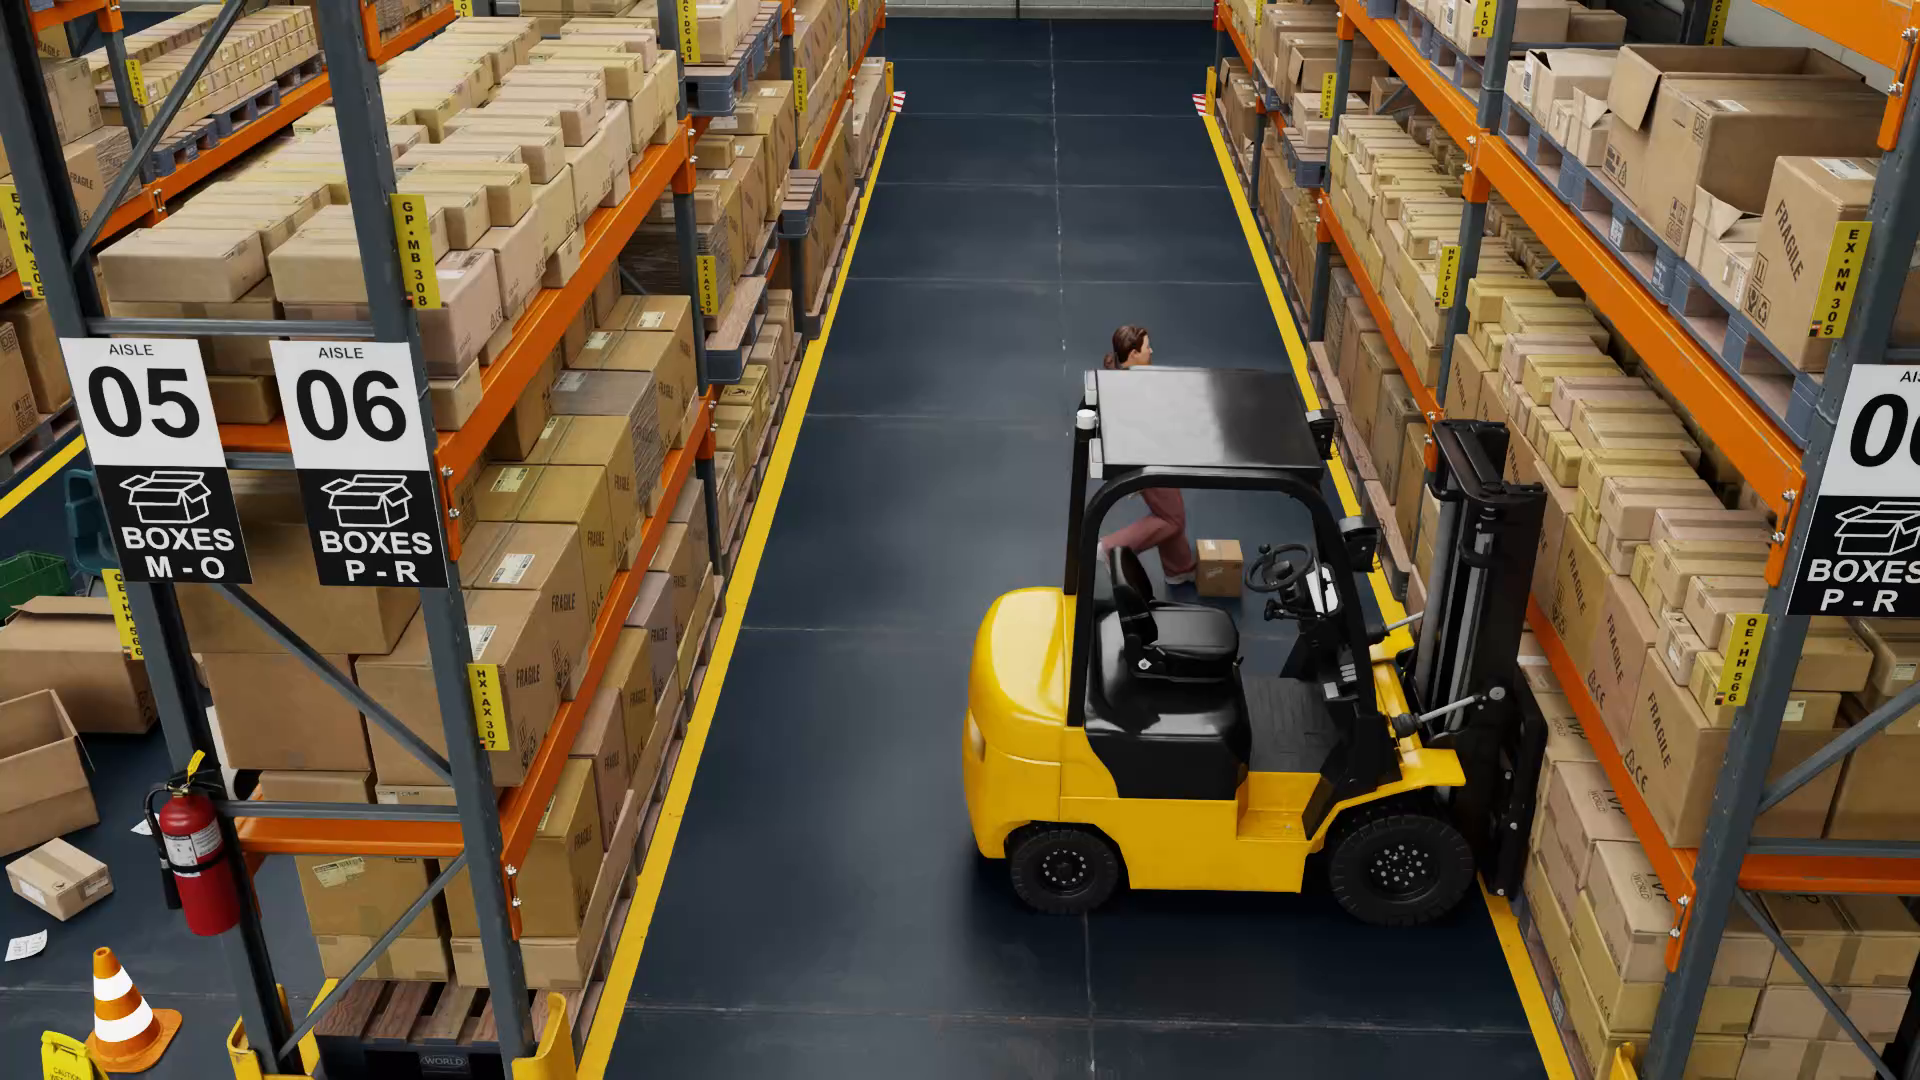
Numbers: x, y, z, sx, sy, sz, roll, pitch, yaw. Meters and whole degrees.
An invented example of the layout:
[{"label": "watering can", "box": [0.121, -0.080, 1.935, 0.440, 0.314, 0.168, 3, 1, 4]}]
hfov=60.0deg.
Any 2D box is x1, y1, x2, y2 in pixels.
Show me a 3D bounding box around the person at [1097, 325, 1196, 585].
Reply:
[{"label": "person", "box": [1.146, -0.449, 9.513, 0.775, 1.623, 0.490, -3, 28, -6]}]
